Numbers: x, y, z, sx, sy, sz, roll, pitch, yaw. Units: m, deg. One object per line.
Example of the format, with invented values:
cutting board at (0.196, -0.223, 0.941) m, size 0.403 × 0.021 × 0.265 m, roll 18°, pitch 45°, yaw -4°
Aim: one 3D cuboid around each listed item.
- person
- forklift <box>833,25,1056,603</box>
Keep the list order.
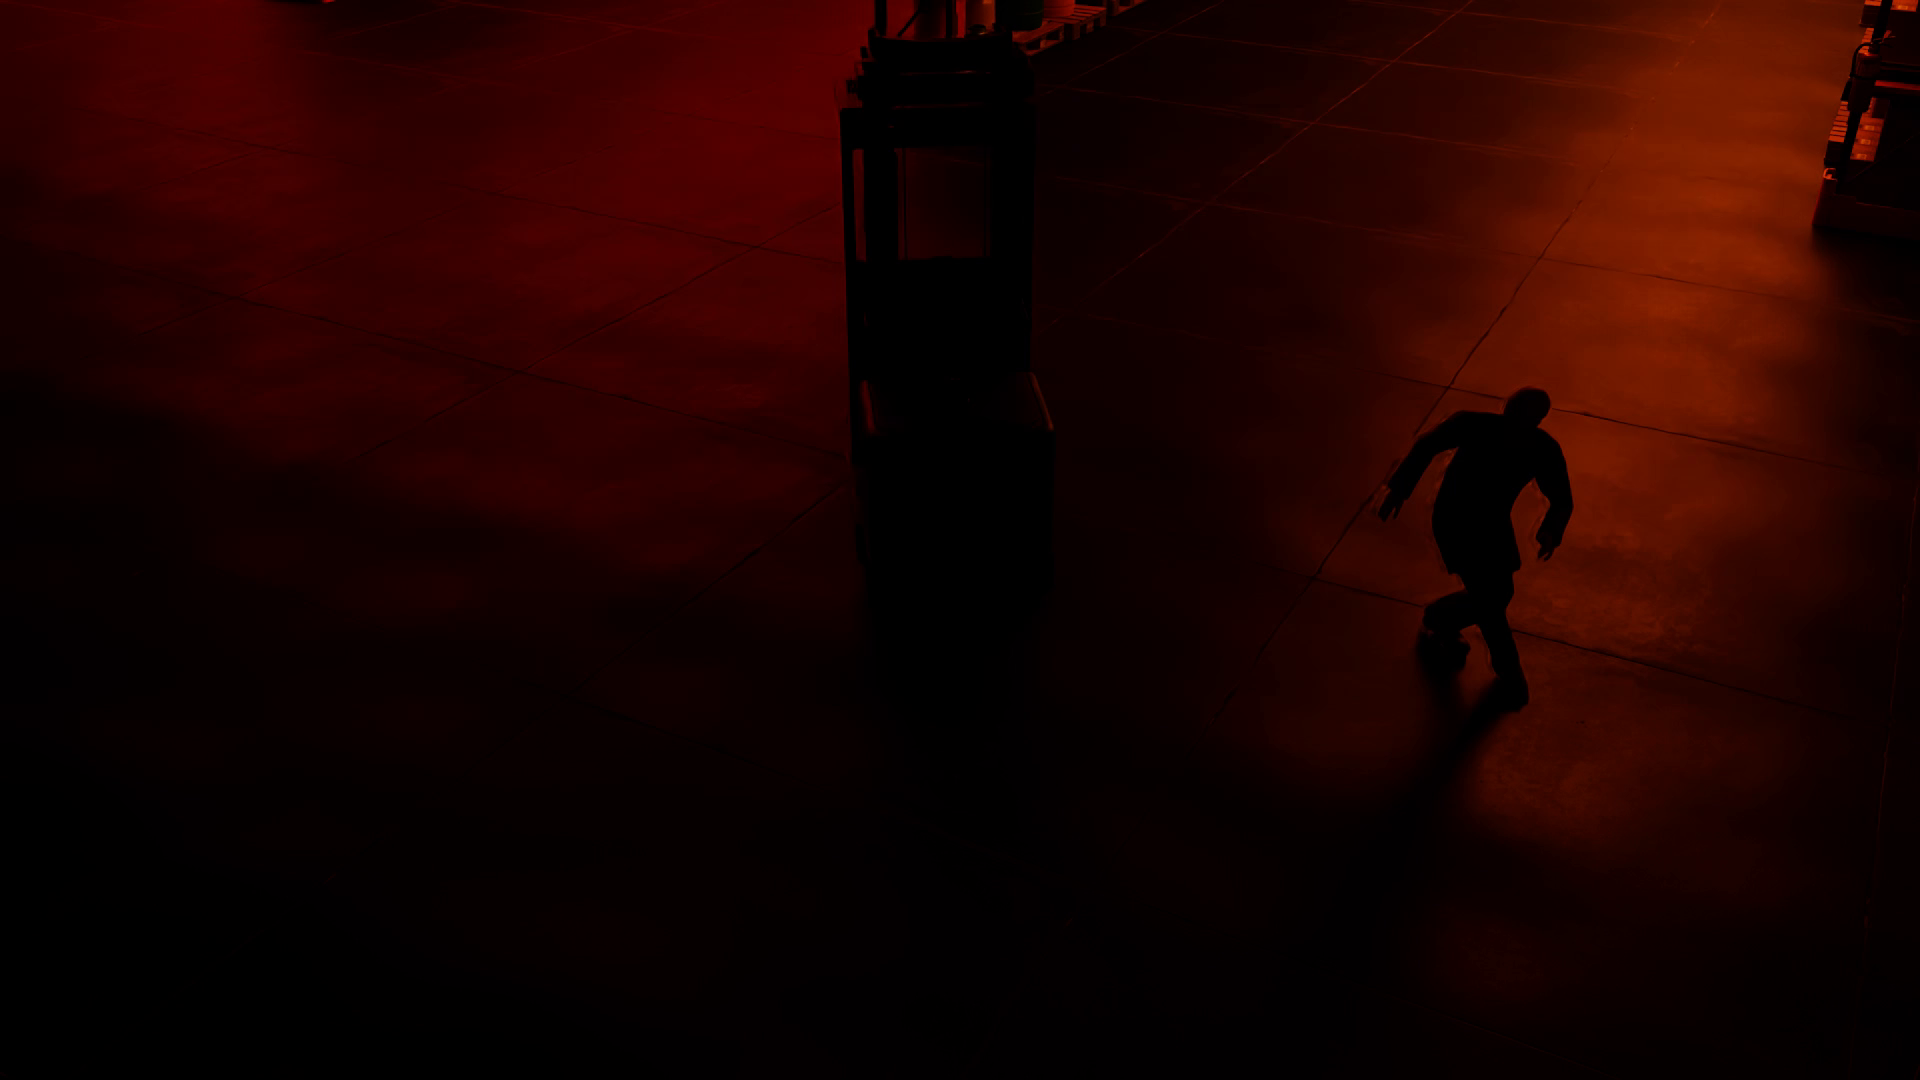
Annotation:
person at (2.635, -0.017, 8.425) m, size 0.830 × 1.646 × 0.867 m, roll -7°, pitch 31°, yaw -12°
forklift at (-0.154, -1.633, 9.900) m, size 1.130 × 2.935 × 3.031 m, roll -3°, pitch 30°, yaw -6°
